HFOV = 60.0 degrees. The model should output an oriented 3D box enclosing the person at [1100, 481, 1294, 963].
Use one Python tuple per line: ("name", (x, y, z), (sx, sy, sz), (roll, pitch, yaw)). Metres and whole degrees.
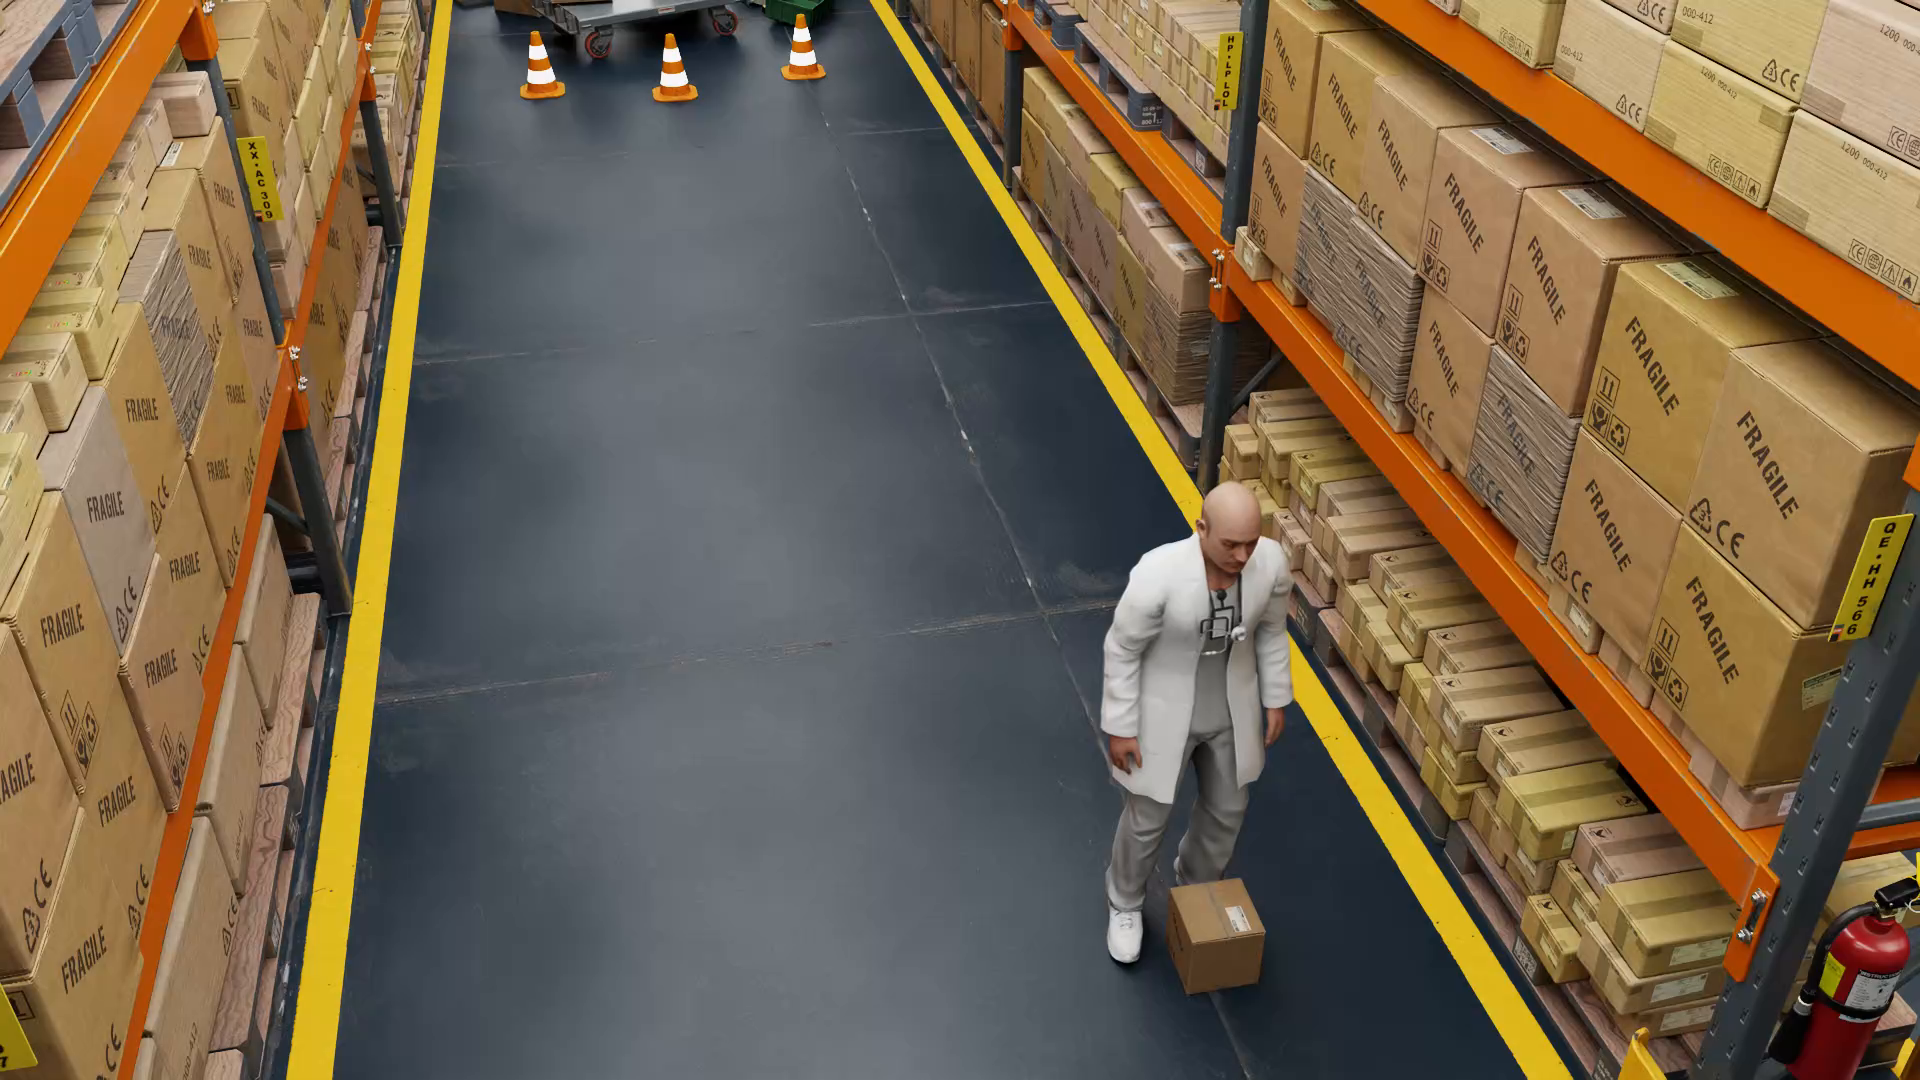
("person", (0.757, 0.560, 5.323), (0.653, 1.774, 0.418), (-9, 35, -13))
